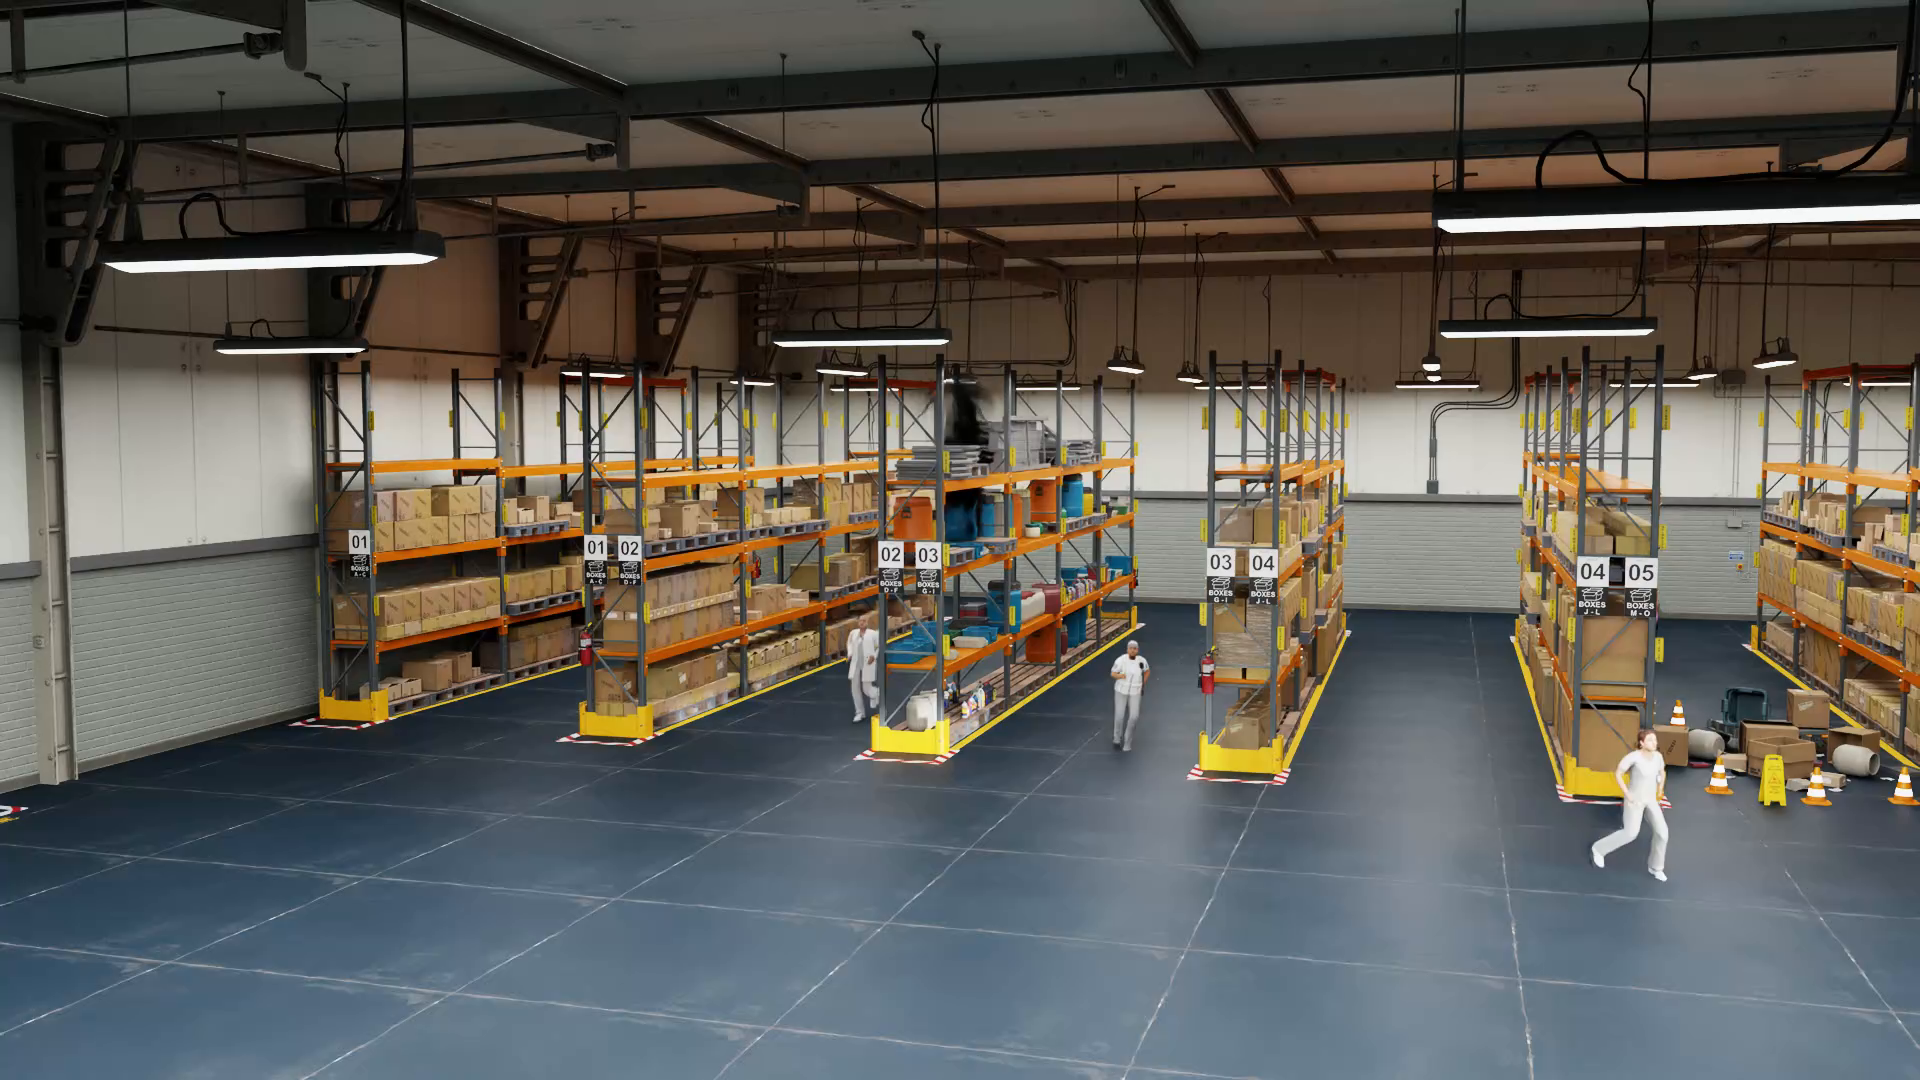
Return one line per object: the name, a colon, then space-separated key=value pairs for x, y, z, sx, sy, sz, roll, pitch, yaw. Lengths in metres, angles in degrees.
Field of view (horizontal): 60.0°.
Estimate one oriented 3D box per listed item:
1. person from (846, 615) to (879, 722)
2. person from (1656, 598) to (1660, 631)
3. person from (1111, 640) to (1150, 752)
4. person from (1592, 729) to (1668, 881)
person: x=-1.633 y=2.139 z=28.006 sx=0.711 sy=1.765 sz=0.807 roll=1 pitch=4 yaw=17
person: x=14.482 y=1.708 z=34.984 sx=0.522 sy=1.521 sz=0.825 roll=1 pitch=4 yaw=10
person: x=2.598 y=2.383 z=25.386 sx=0.603 sy=1.721 sz=0.713 roll=0 pitch=4 yaw=4
person: x=7.457 y=2.902 z=18.334 sx=0.783 sy=1.667 sz=0.677 roll=-2 pitch=4 yaw=-21
